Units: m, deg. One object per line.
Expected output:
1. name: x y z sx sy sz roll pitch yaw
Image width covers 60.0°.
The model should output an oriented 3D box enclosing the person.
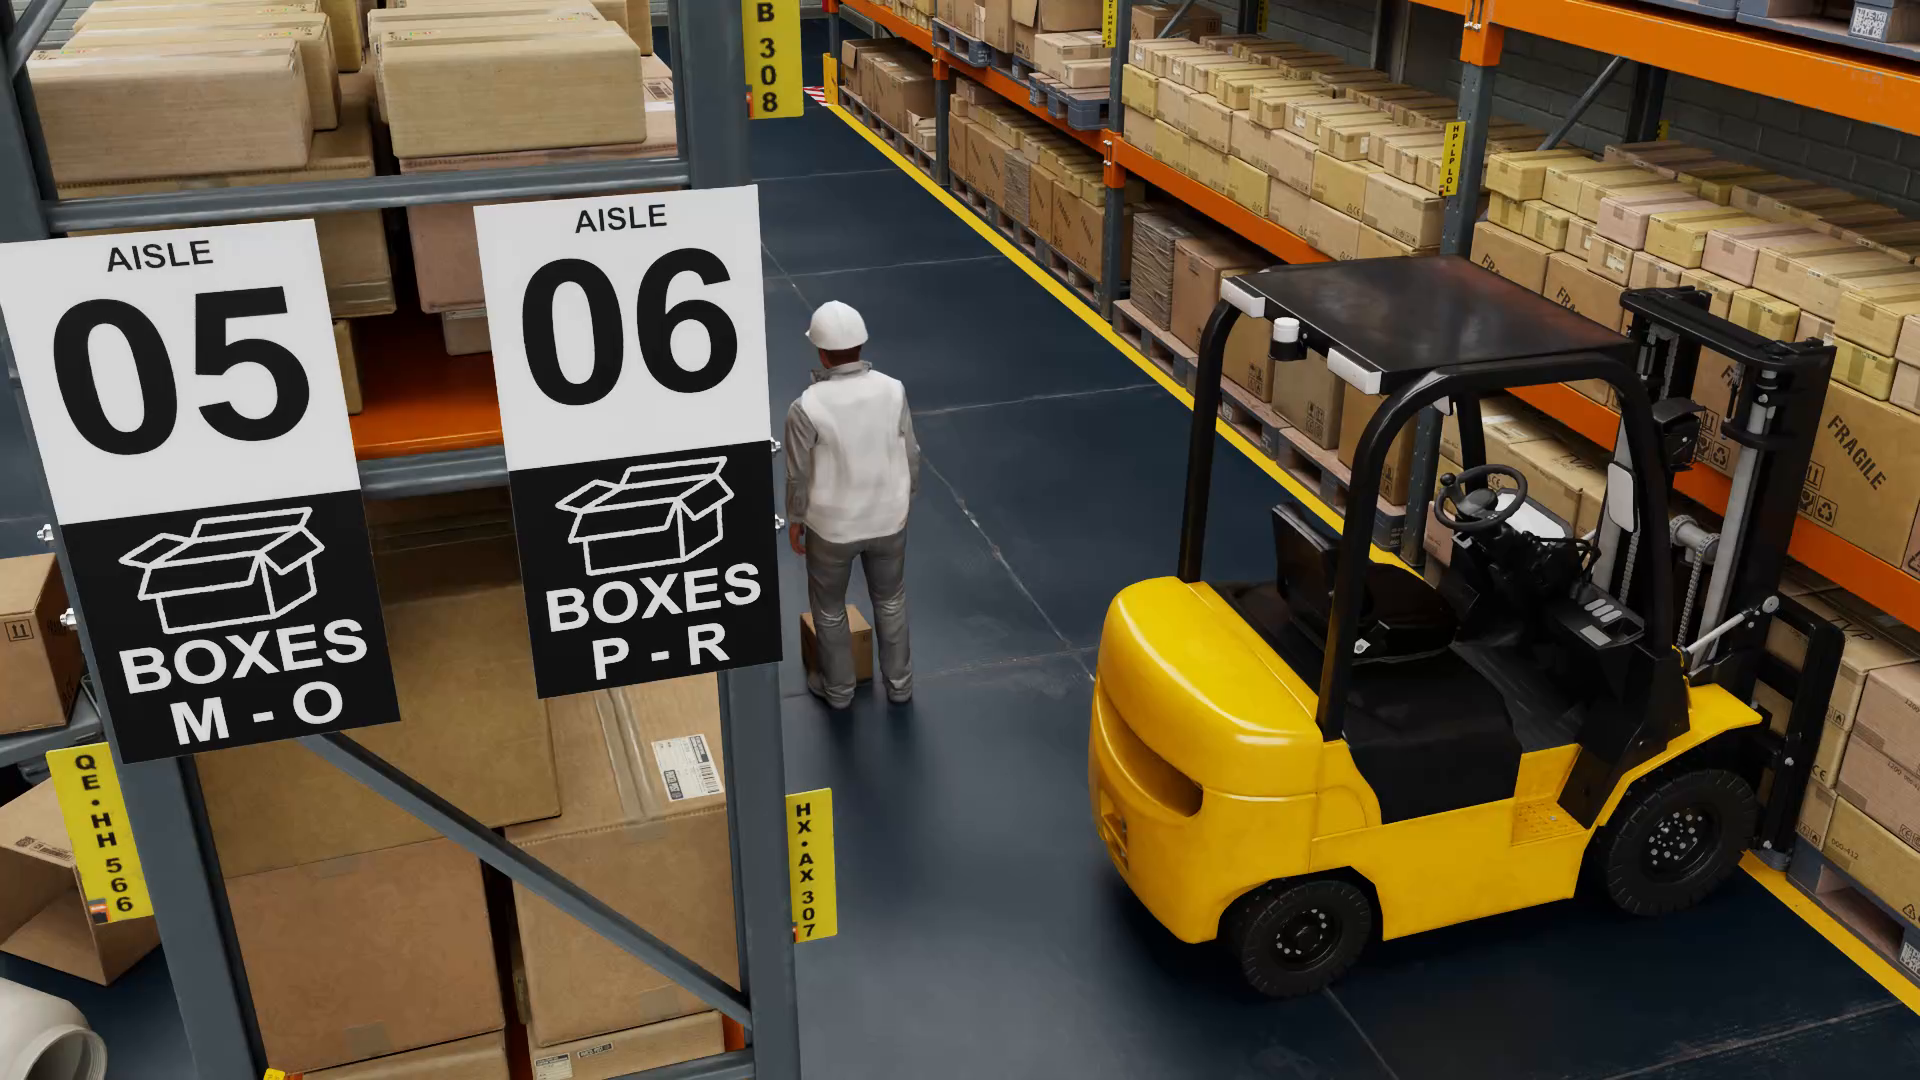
1. person: -0.443 -0.107 6.806 0.572 1.768 0.474 -11 28 -21
